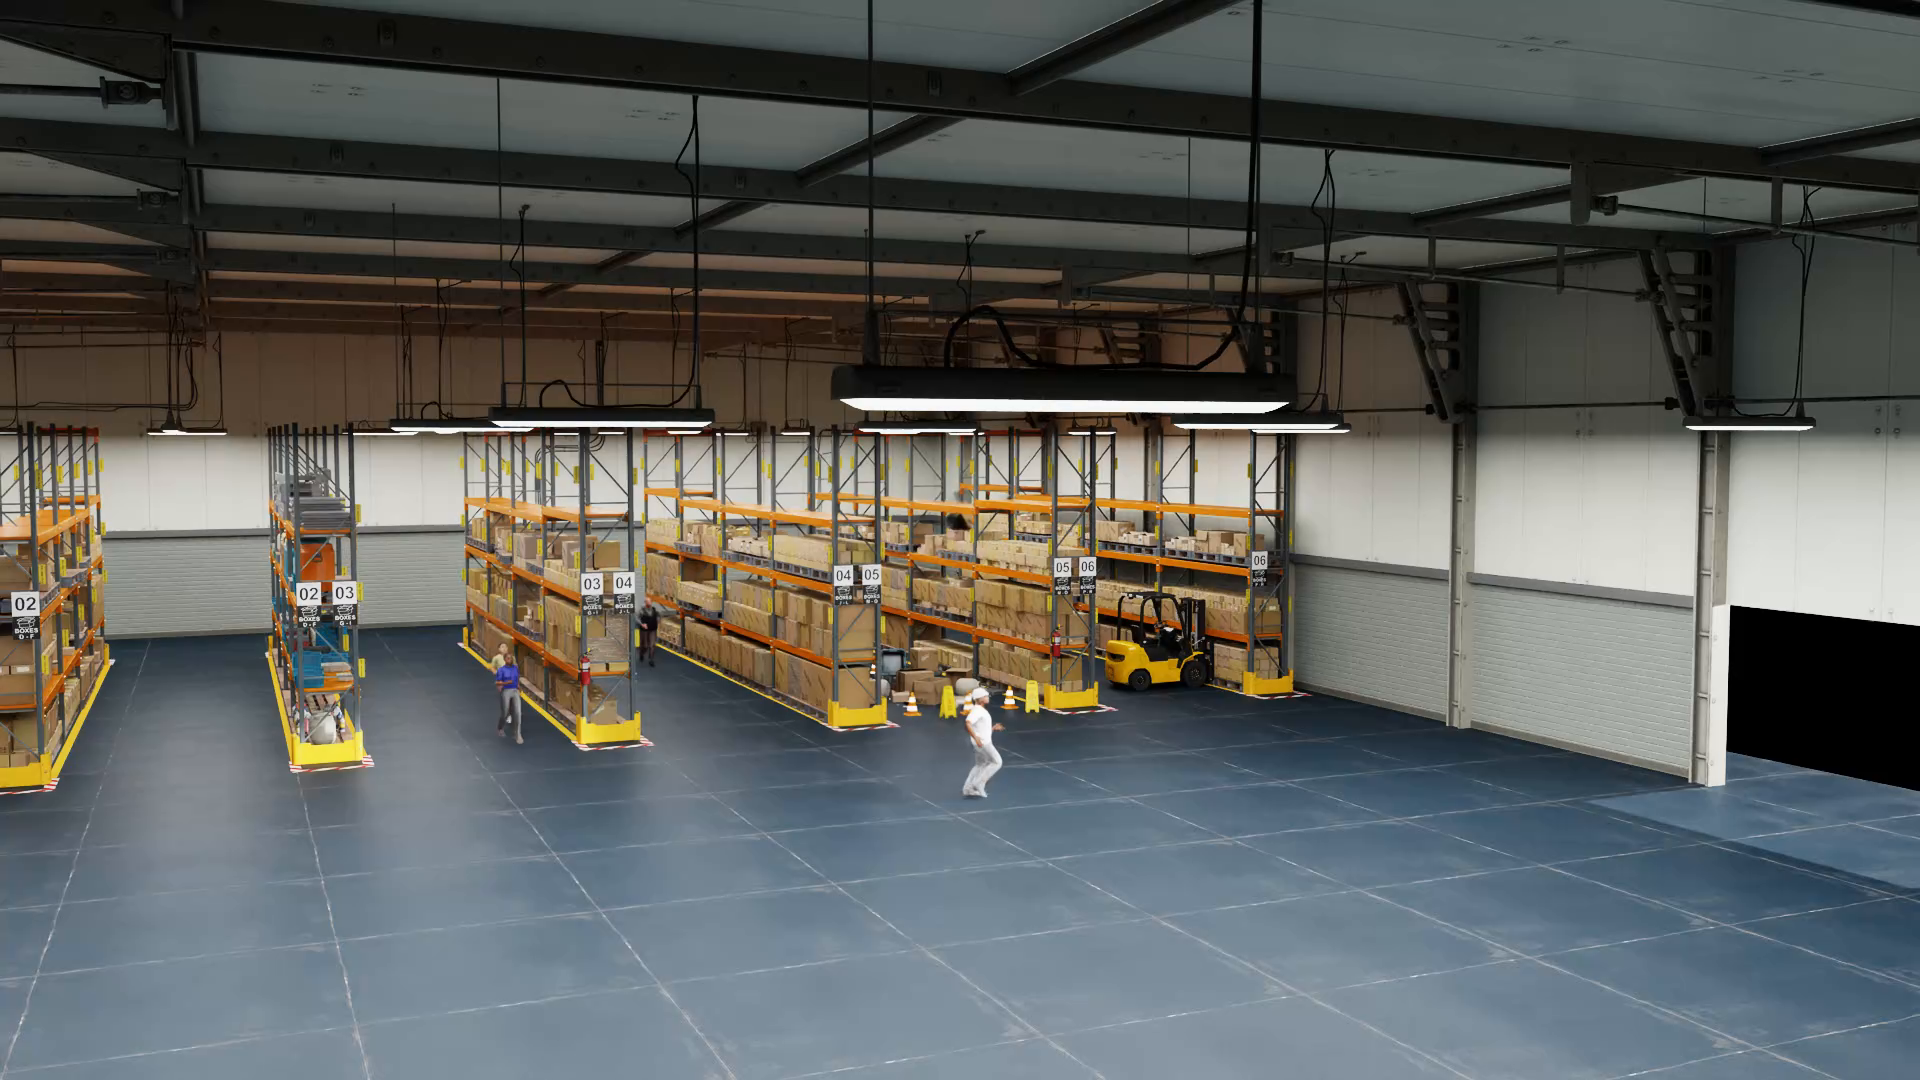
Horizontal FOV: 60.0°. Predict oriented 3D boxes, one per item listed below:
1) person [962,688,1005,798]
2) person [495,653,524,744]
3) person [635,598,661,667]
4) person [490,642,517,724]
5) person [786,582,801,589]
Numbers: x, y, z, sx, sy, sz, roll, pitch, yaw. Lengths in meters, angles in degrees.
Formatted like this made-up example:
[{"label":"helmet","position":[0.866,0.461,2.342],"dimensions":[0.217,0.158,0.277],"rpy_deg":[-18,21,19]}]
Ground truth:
[{"label":"person","position":[0.378,3.223,26.443],"dimensions":[0.678,1.743,0.679],"rpy_deg":[0,3,-5]},{"label":"person","position":[-8.492,2.958,31.348],"dimensions":[0.576,1.675,0.853],"rpy_deg":[-3,4,-37]},{"label":"person","position":[-7.872,2.311,42.035],"dimensions":[0.685,1.720,0.771],"rpy_deg":[-2,4,-25]},{"label":"person","position":[-9.094,2.864,33.265],"dimensions":[0.562,1.649,0.595],"rpy_deg":[-2,4,-27]},{"label":"person","position":[-5.102,1.744,51.022],"dimensions":[0.960,1.721,0.679],"rpy_deg":[-1,4,-20]}]
